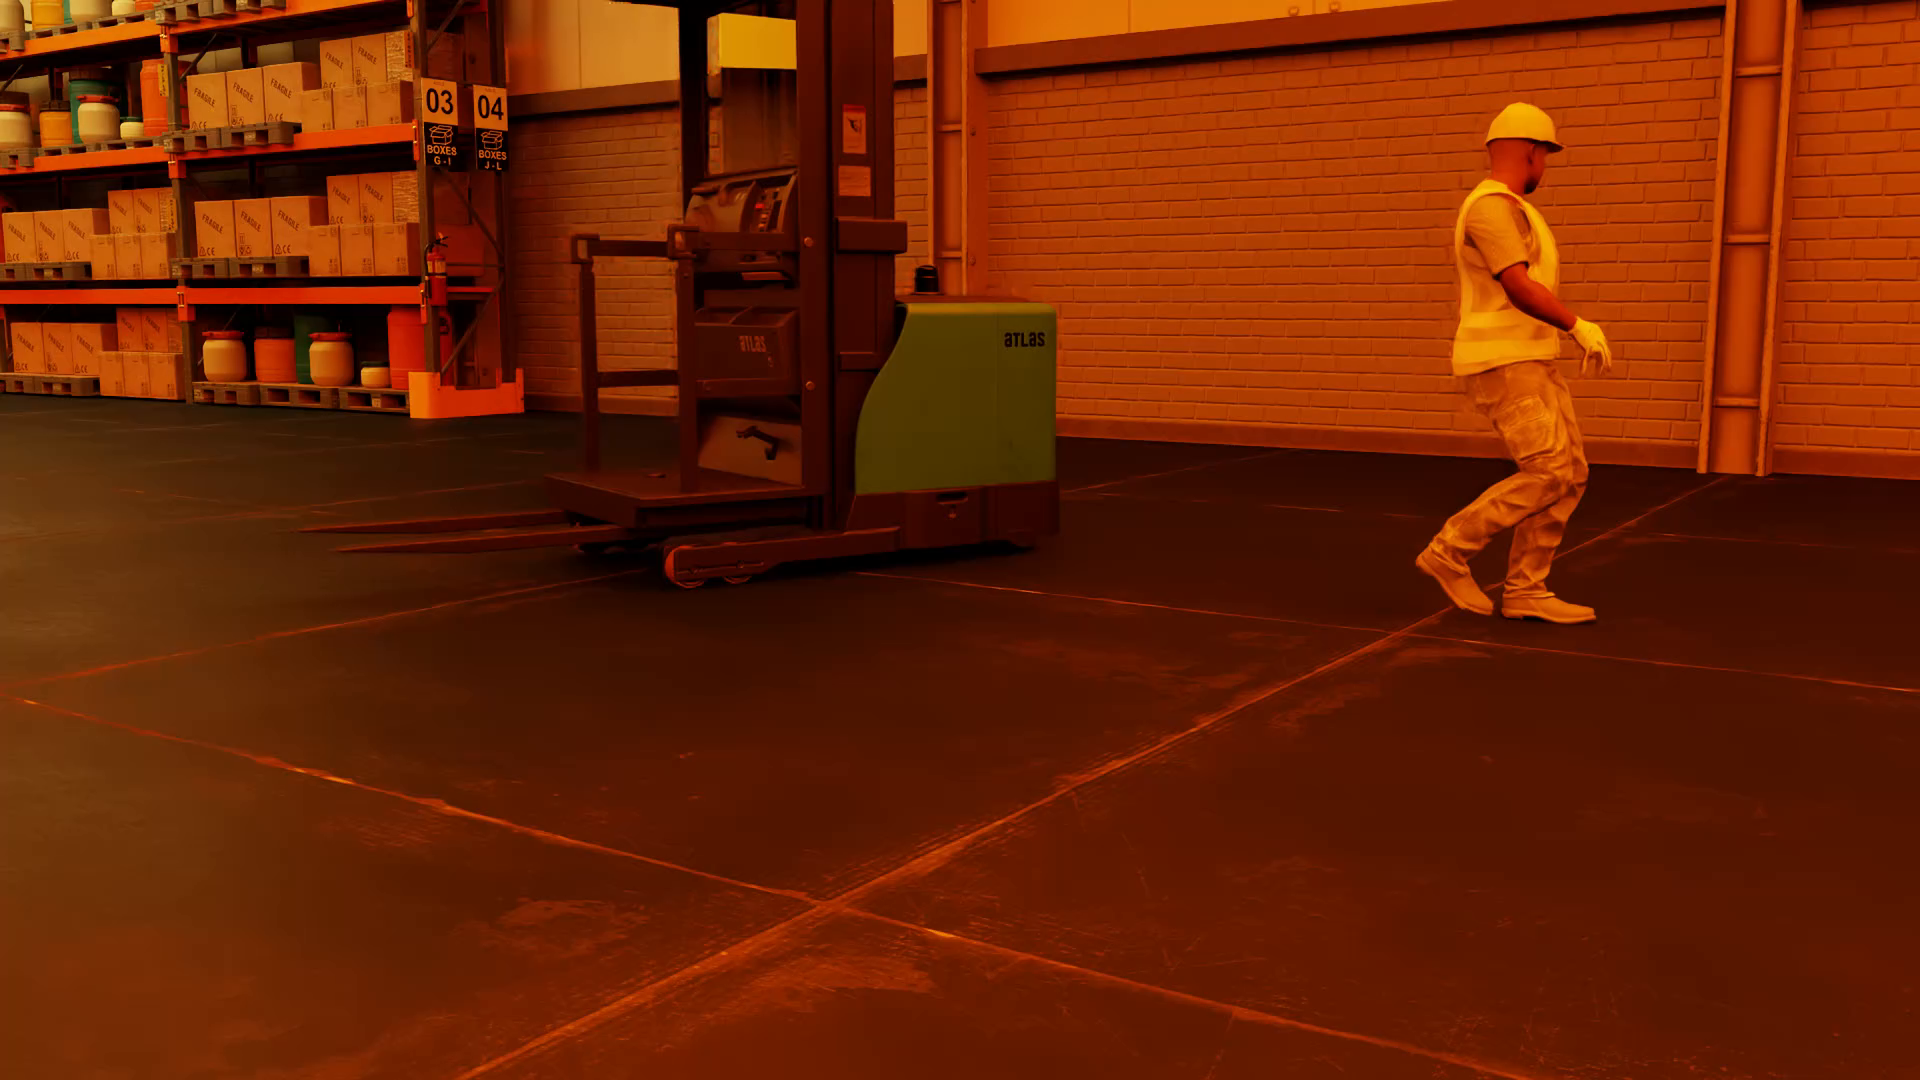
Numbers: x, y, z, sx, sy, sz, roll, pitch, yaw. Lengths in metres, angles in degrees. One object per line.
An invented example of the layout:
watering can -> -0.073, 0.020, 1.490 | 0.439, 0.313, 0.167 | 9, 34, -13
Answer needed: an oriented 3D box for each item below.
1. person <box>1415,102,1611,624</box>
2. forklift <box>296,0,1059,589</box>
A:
person -> 1.907, -0.591, 5.621 | 0.583, 1.731, 0.747 | 5, 9, 29
forklift -> -1.077, -1.350, 6.688 | 3.031, 2.935, 1.130 | -5, 10, -33
